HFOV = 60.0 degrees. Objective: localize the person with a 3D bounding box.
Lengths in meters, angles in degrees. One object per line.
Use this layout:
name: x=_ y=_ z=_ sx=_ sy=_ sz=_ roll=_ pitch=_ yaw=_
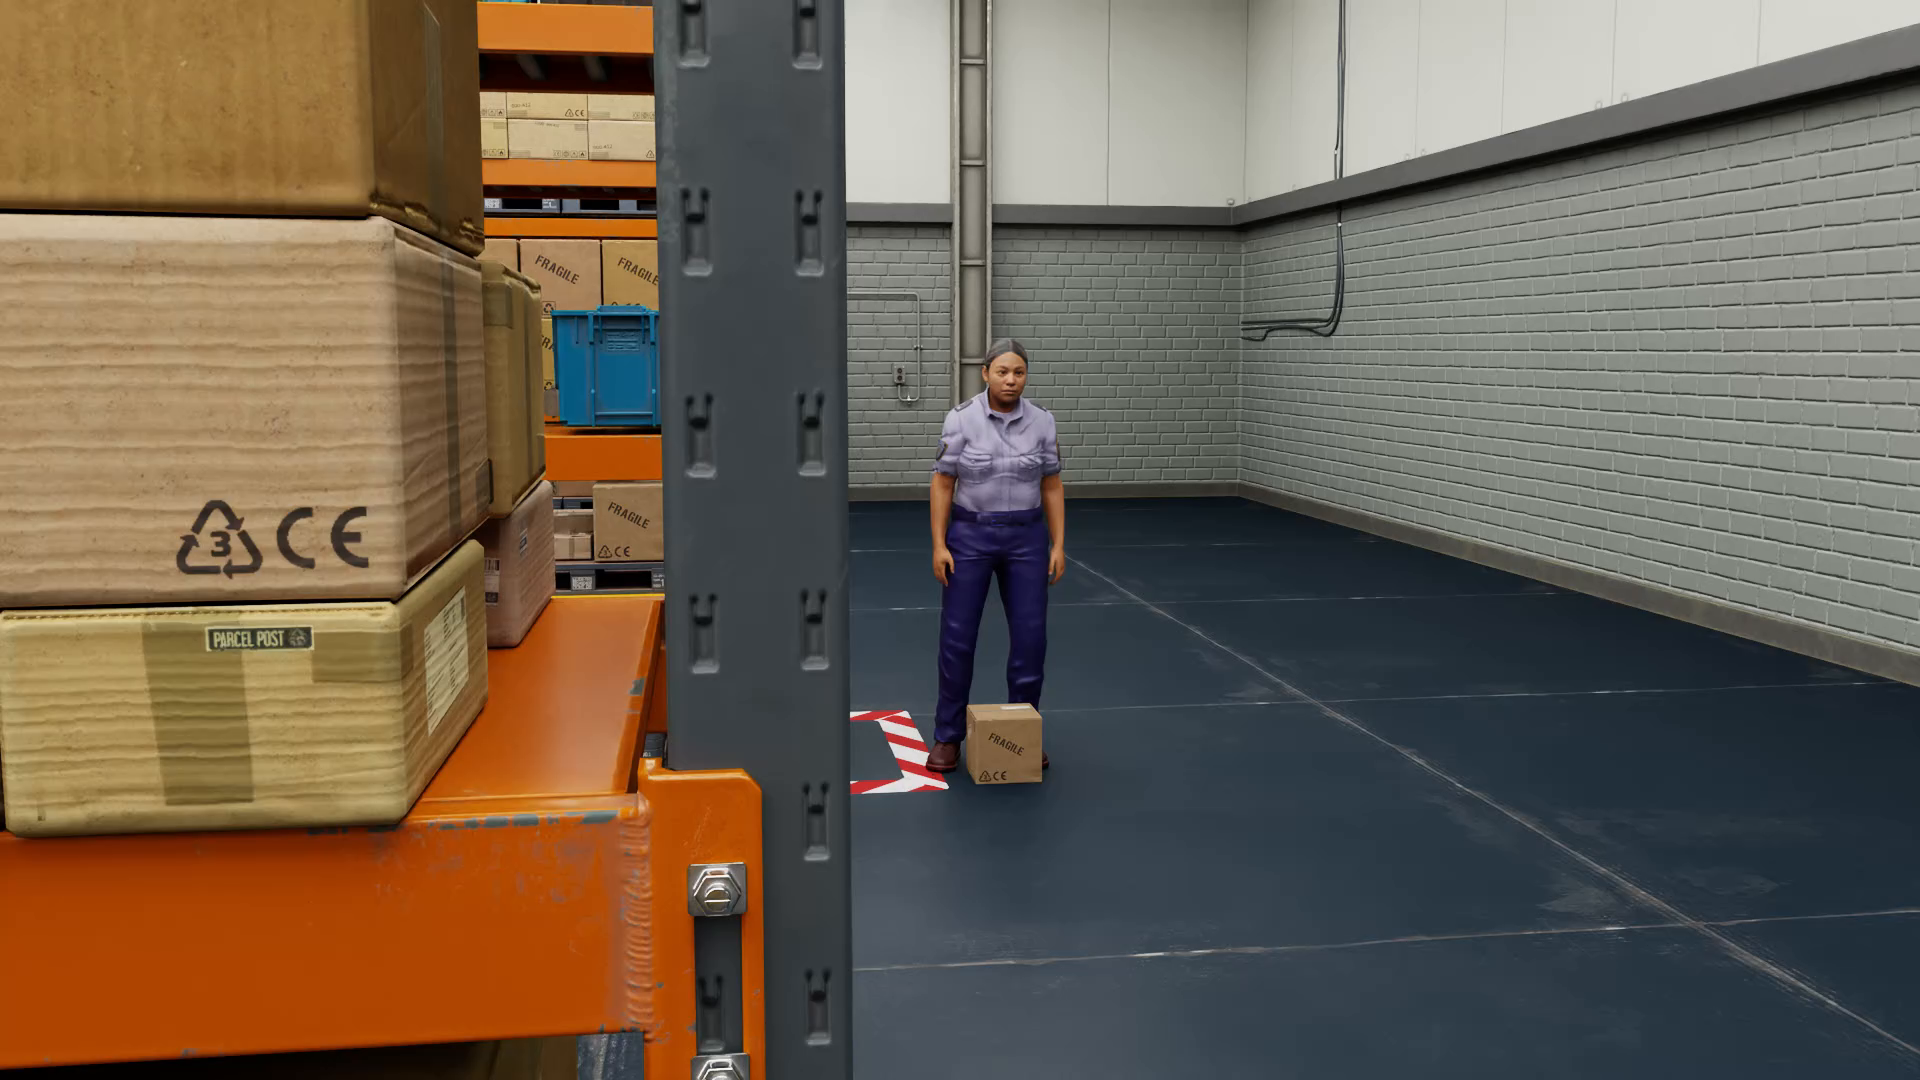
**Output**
person: x=0.133 y=0.048 z=6.456 sx=0.564 sy=1.652 sz=0.368 roll=-1 pitch=7 yaw=-8
